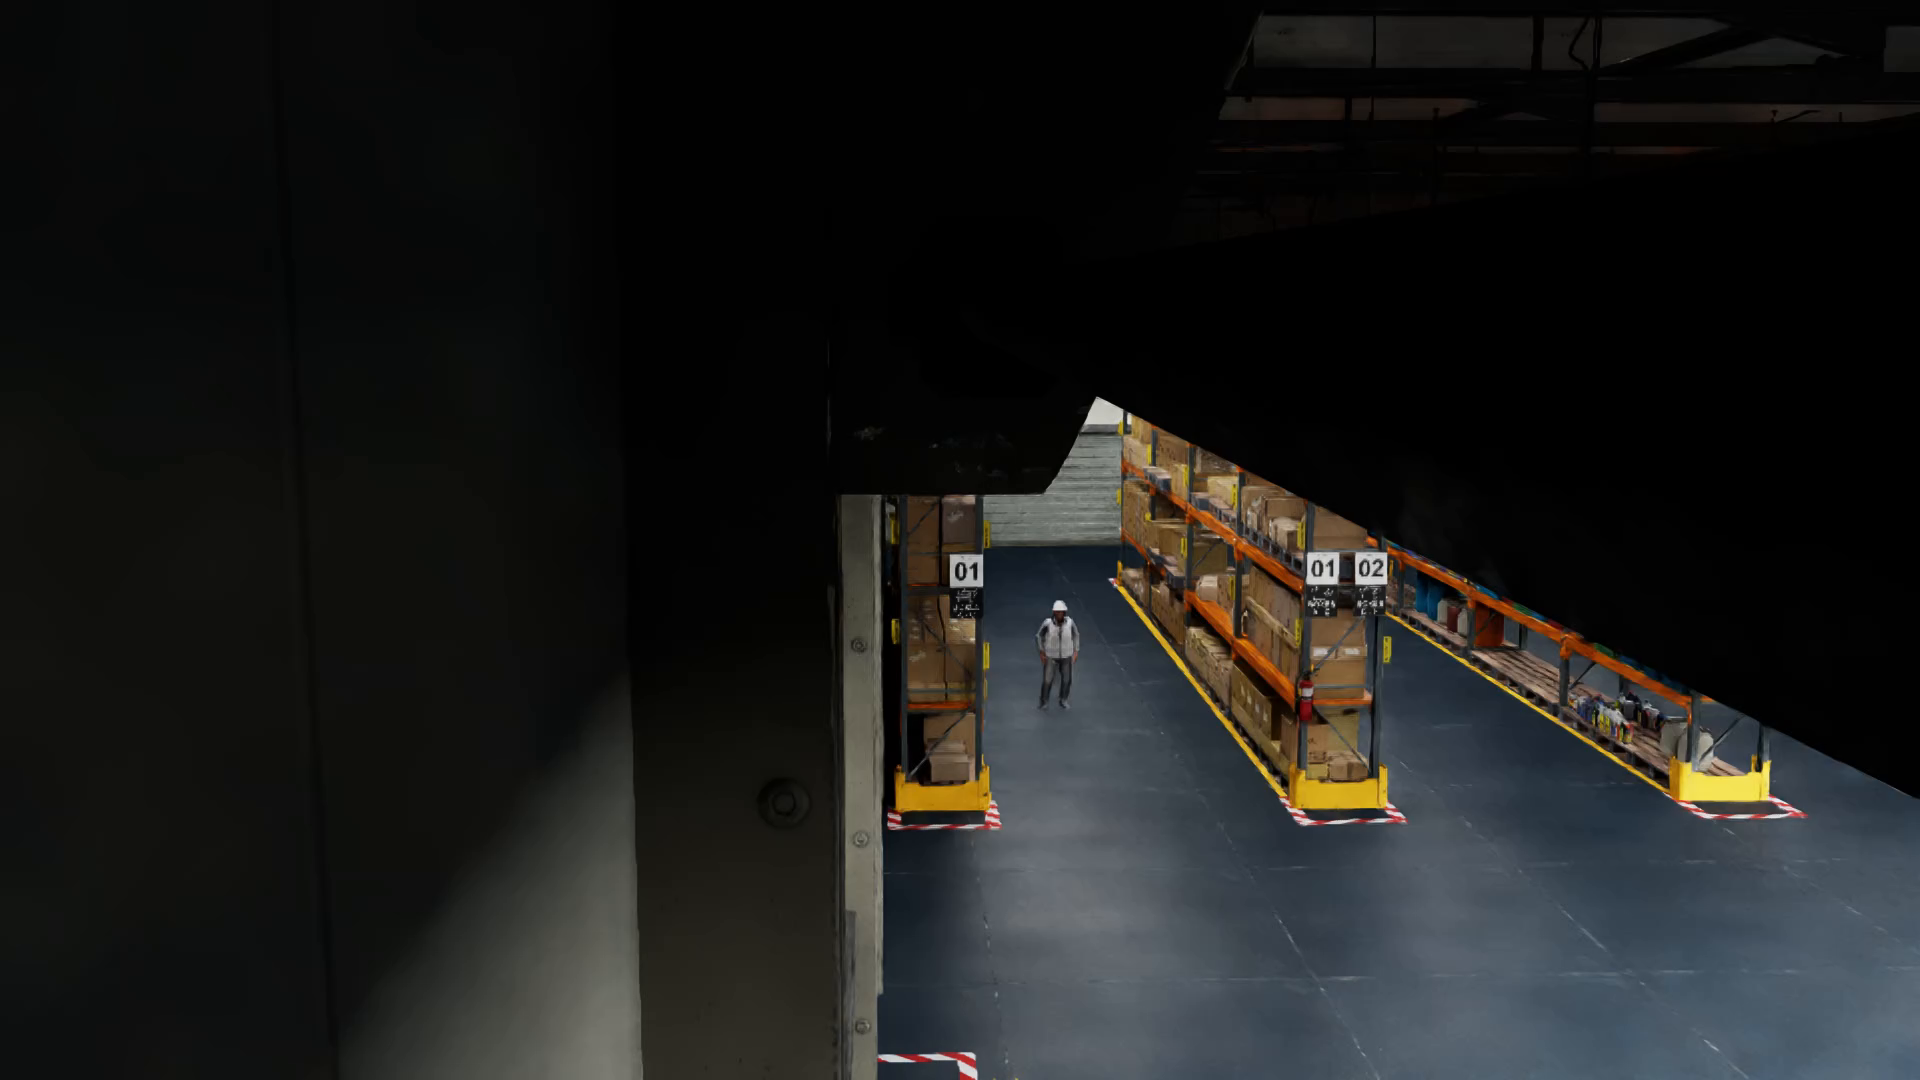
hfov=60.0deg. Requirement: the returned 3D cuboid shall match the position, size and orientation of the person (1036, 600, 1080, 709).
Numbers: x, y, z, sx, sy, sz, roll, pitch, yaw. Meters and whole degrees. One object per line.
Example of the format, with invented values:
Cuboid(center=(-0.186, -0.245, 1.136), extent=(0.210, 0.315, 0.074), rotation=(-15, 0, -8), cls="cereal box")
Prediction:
Cuboid(center=(1.497, 1.750, 25.413), extent=(0.677, 1.726, 0.569), rotation=(-1, 8, -4), cls="person")
